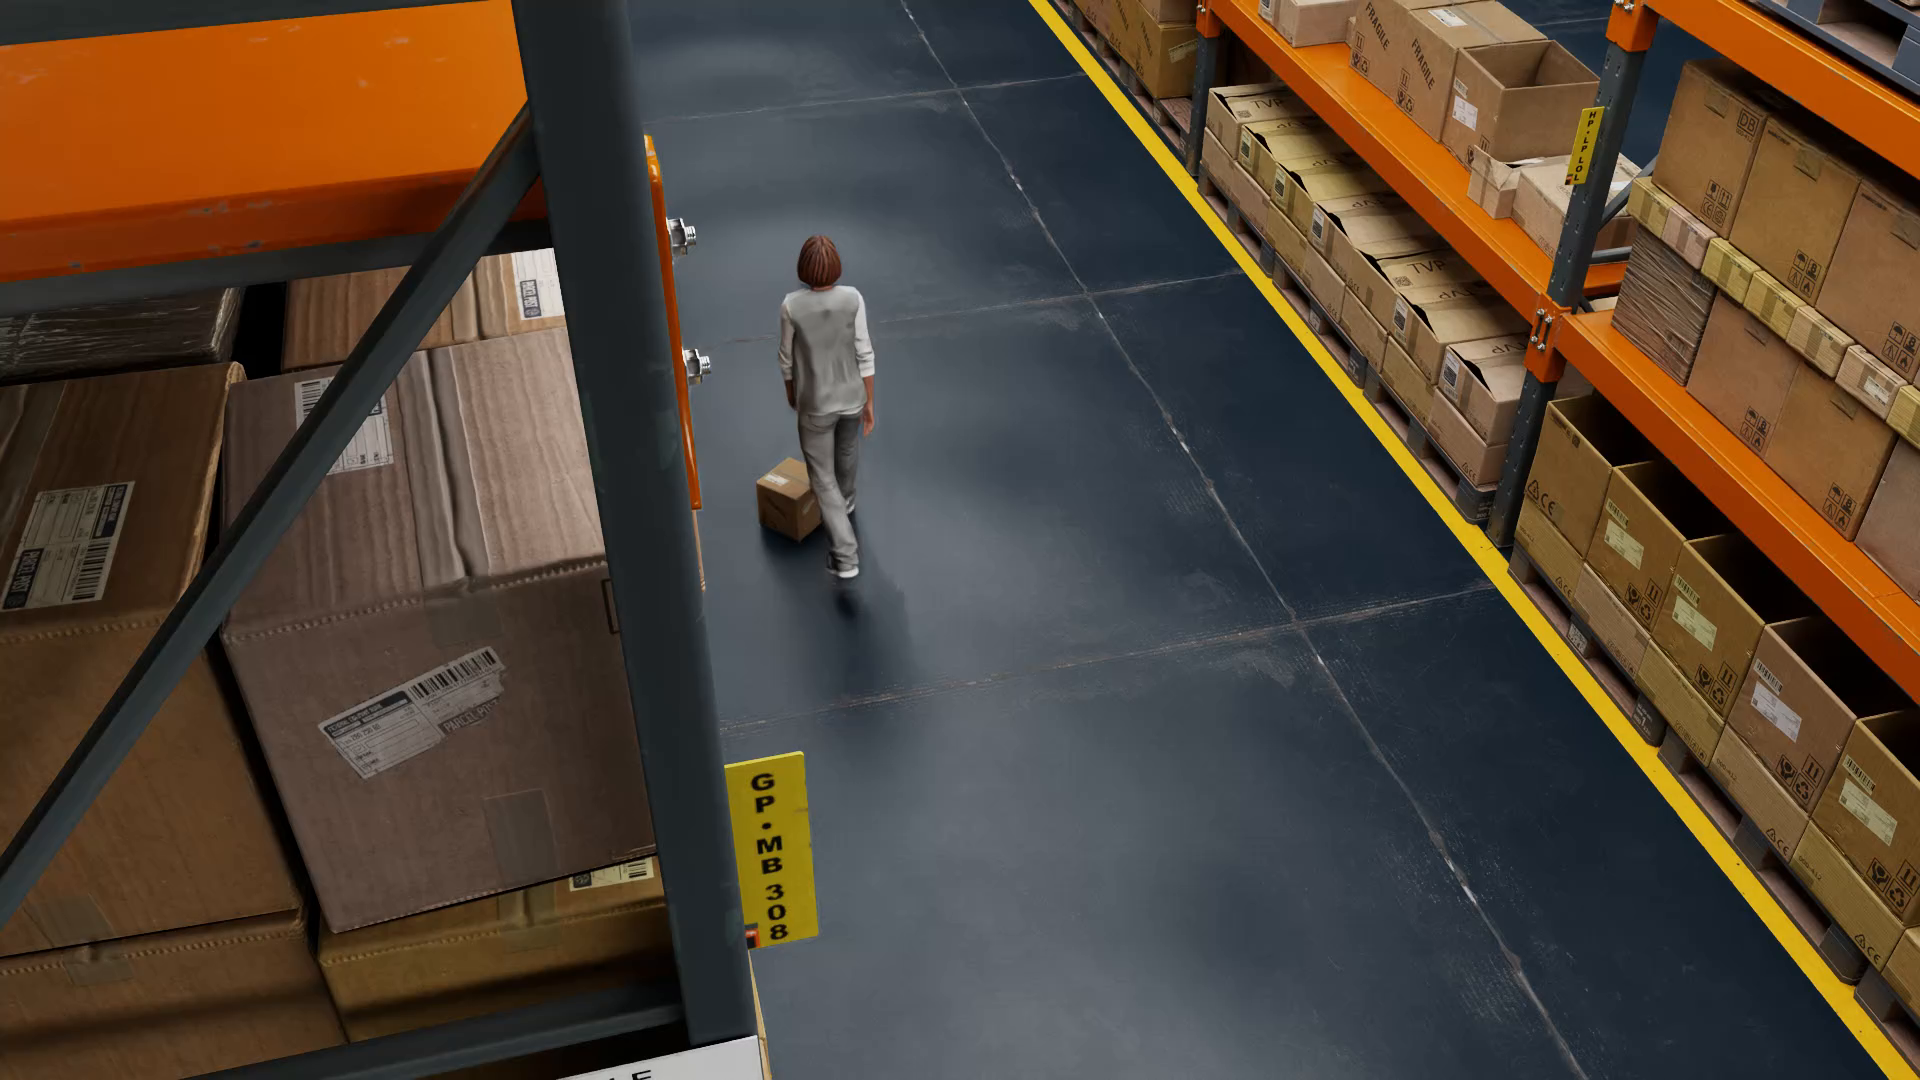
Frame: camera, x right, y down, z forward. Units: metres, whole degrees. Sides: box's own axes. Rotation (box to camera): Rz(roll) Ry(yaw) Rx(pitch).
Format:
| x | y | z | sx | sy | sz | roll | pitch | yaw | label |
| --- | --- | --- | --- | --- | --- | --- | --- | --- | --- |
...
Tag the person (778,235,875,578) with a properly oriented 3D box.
| x | y | z | sx | sy | sz | roll | pitch | yaw | label |
| --- | --- | --- | --- | --- | --- | --- | --- | --- | --- |
| -0.568 | -0.594 | 7.419 | 0.405 | 1.539 | 0.912 | -13 | 40 | -15 | person |
